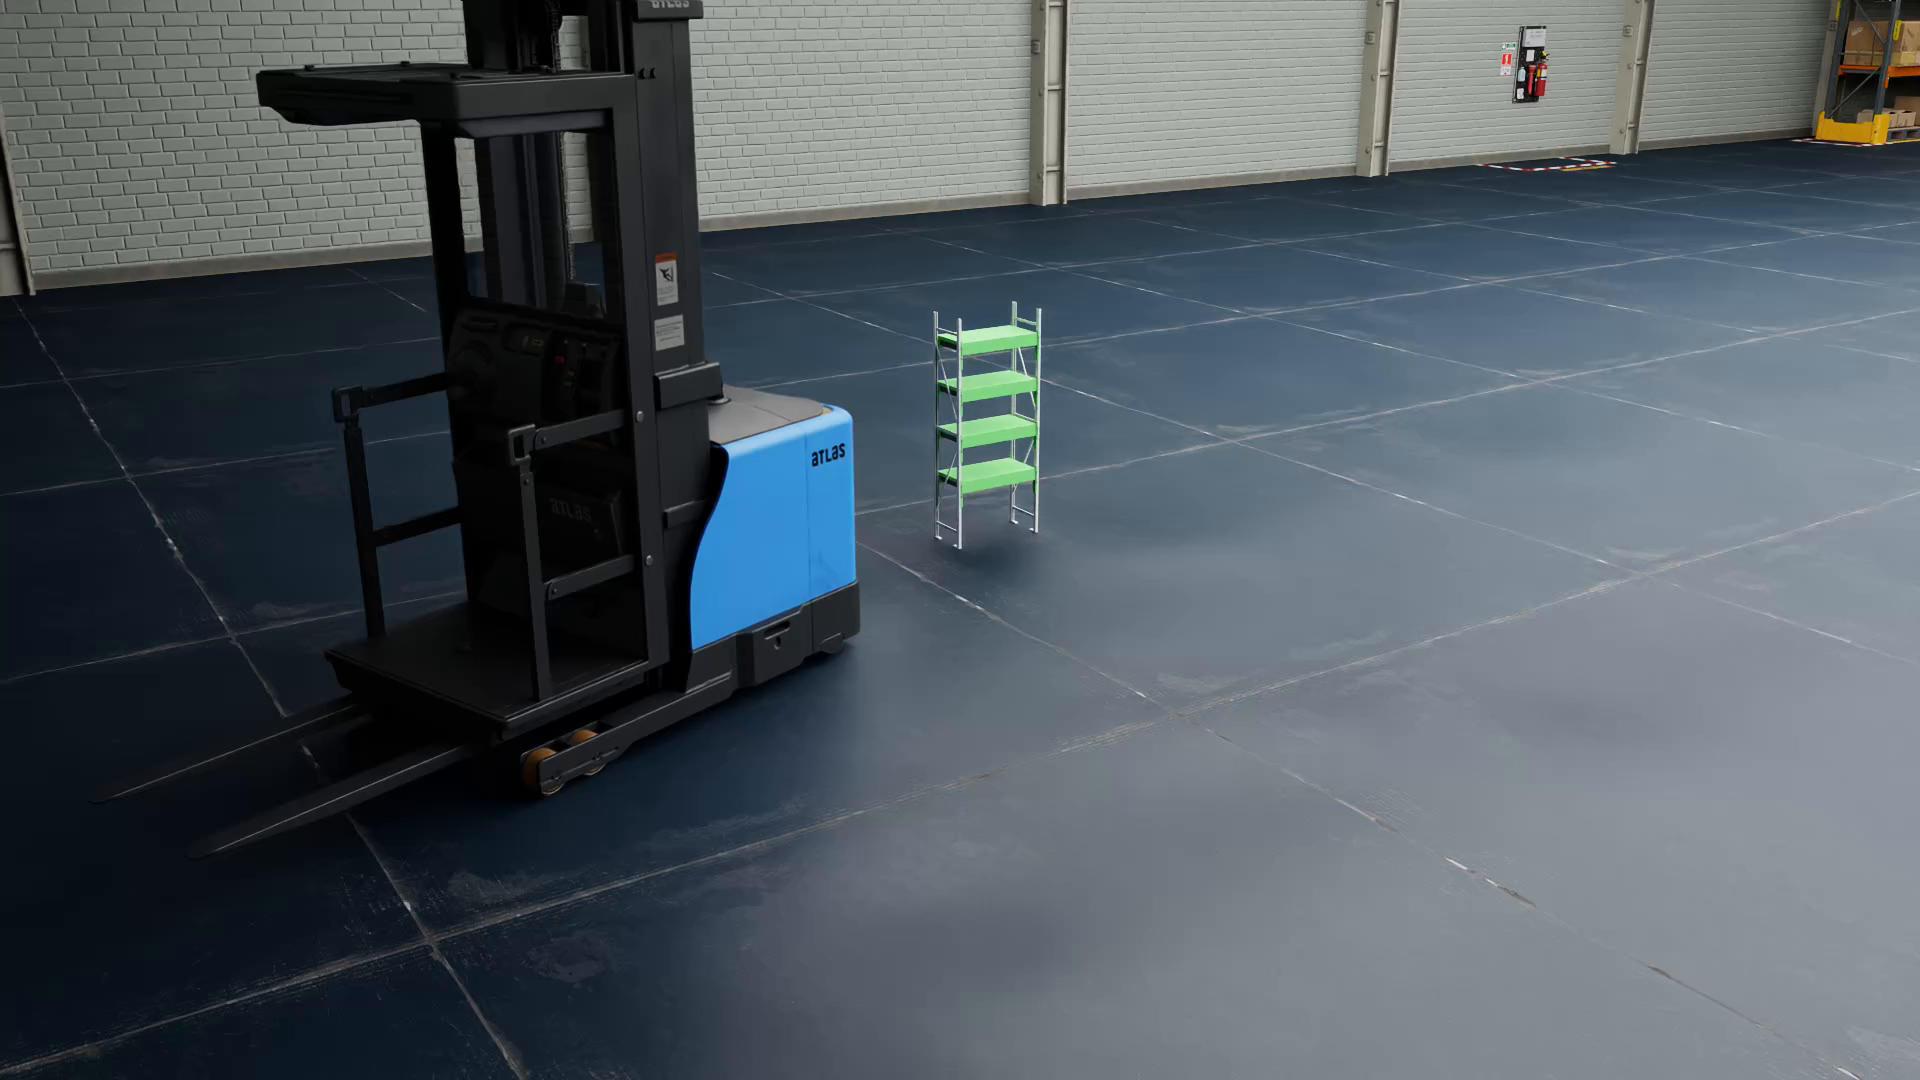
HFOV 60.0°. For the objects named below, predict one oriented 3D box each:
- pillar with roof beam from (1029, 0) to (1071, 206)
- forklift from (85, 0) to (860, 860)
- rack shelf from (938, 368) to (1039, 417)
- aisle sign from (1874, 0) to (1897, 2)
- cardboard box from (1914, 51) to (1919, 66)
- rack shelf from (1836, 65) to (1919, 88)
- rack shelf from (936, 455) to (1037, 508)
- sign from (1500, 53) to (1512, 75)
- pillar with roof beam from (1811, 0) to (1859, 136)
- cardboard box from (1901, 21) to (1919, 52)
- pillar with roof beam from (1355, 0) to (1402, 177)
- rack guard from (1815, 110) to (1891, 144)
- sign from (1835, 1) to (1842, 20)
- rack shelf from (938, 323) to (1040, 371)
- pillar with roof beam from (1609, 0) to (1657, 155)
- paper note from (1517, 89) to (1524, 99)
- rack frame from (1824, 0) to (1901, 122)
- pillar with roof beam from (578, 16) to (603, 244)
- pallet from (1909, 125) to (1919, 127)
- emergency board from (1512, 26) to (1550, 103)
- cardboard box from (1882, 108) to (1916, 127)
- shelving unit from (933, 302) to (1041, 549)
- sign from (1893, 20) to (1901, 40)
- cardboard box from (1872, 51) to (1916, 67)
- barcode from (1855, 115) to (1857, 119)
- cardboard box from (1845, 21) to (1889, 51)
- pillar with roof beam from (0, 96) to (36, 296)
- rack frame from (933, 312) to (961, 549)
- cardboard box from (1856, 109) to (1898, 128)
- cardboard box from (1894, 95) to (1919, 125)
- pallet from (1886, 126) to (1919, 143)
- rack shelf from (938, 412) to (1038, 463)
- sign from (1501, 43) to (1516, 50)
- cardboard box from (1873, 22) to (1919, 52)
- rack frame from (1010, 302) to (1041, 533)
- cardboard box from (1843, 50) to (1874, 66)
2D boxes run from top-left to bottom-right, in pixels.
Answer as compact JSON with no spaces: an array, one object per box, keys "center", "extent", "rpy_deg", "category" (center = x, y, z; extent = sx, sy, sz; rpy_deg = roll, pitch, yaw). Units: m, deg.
[{"center":[3.518,-7.520,16.937],"extent":[0.400,9.000,9.100],"rpy_deg":[-12,22,-31],"category":"pillar with roof beam"},{"center":[-1.728,-0.644,6.072],"extent":[1.130,2.935,3.031],"rpy_deg":[14,23,35],"category":"forklift"},{"center":[0.138,-0.764,8.582],"extent":[0.480,0.148,0.258],"rpy_deg":[-12,22,-31],"category":"rack shelf"},{"center":[16.179,-9.784,28.942],"extent":[0.004,0.787,0.394],"rpy_deg":[-12,22,-31],"category":"aisle sign"},{"center":[17.082,-8.680,29.939],"extent":[0.500,0.250,0.500],"rpy_deg":[-13,22,-33],"category":"cardboard box"},{"center":[17.745,-8.657,30.791],"extent":[4.000,0.370,1.077],"rpy_deg":[-12,22,-31],"category":"rack shelf"},{"center":[0.138,-0.310,8.736],"extent":[0.480,0.148,0.258],"rpy_deg":[-12,22,-31],"category":"rack shelf"},{"center":[8.569,-7.465,26.087],"extent":[0.234,0.329,0.001],"rpy_deg":[-12,22,-31],"category":"sign"},{"center":[18.551,-10.690,26.316],"extent":[0.400,9.000,9.100],"rpy_deg":[-12,22,-31],"category":"pillar with roof beam"},{"center":[17.057,-9.027,29.795],"extent":[0.500,0.500,0.500],"rpy_deg":[-12,22,-31],"category":"cardboard box"},{"center":[8.529,-8.577,20.064],"extent":[0.400,9.000,9.100],"rpy_deg":[-12,22,-31],"category":"pillar with roof beam"},{"center":[16.138,-7.475,30.073],"extent":[0.348,0.500,1.175],"rpy_deg":[-12,22,-31],"category":"rack guard"},{"center":[15.786,-9.496,29.847],"extent":[0.005,0.325,0.100],"rpy_deg":[-12,22,-31],"category":"sign"},{"center":[0.138,-0.992,8.506],"extent":[0.480,0.148,0.258],"rpy_deg":[-12,22,-31],"category":"rack shelf"},{"center":[13.540,-9.634,23.190],"extent":[0.400,9.000,9.100],"rpy_deg":[-12,22,-31],"category":"pillar with roof beam"},{"center":[8.902,-7.088,26.403],"extent":[0.142,0.148,0.016],"rpy_deg":[-12,22,-31],"category":"paper note"},{"center":[16.074,-8.645,29.633],"extent":[0.127,3.000,1.000],"rpy_deg":[-12,22,-31],"category":"rack frame"},{"center":[-1.493,-6.463,13.811],"extent":[0.400,9.000,9.100],"rpy_deg":[-12,22,-31],"category":"pillar with roof beam"},{"center":[17.854,-7.685,31.147],"extent":[1.213,0.211,1.003],"rpy_deg":[-12,22,-31],"category":"pallet"},{"center":[9.087,-7.518,26.299],"extent":[0.643,1.169,0.194],"rpy_deg":[-12,22,-31],"category":"emergency board"},{"center":[17.178,-7.778,30.580],"extent":[0.500,0.311,0.500],"rpy_deg":[-10,21,-27],"category":"cardboard box"},{"center":[0.138,-0.598,8.639],"extent":[0.503,1.200,0.258],"rpy_deg":[-12,22,-31],"category":"shelving unit"},{"center":[16.373,-8.910,29.066],"extent":[0.005,0.325,0.100],"rpy_deg":[-12,22,-31],"category":"sign"},{"center":[16.657,-8.585,29.657],"extent":[0.500,0.250,0.500],"rpy_deg":[-13,22,-33],"category":"cardboard box"},{"center":[16.497,-7.792,30.607],"extent":[0.075,0.075,0.001],"rpy_deg":[-12,22,-31],"category":"barcode"},{"center":[16.351,-9.079,29.948],"extent":[0.500,0.500,0.500],"rpy_deg":[-12,22,-32],"category":"cardboard box"},{"center":[-6.504,-5.406,10.685],"extent":[0.400,9.000,9.100],"rpy_deg":[-12,22,-31],"category":"pillar with roof beam"},{"center":[-0.066,-0.555,8.512],"extent":[0.015,1.200,0.240],"rpy_deg":[-12,22,-31],"category":"rack frame"},{"center":[16.702,-7.678,30.283],"extent":[0.500,0.311,0.500],"rpy_deg":[-15,24,-37],"category":"cardboard box"},{"center":[17.818,-7.984,30.892],"extent":[0.500,0.500,0.700],"rpy_deg":[-14,23,-35],"category":"cardboard box"},{"center":[16.836,-7.471,30.515],"extent":[1.213,0.211,1.003],"rpy_deg":[-12,22,-31],"category":"pallet"},{"center":[0.138,-0.537,8.659],"extent":[0.480,0.148,0.258],"rpy_deg":[-12,22,-31],"category":"rack shelf"},{"center":[8.578,-7.715,25.997],"extent":[0.331,0.109,0.001],"rpy_deg":[-12,22,-31],"category":"sign"},{"center":[16.638,-8.943,29.545],"extent":[0.500,0.500,0.500],"rpy_deg":[-12,22,-31],"category":"cardboard box"},{"center":[0.342,-0.641,8.766],"extent":[0.015,1.200,0.240],"rpy_deg":[-12,22,-31],"category":"rack frame"},{"center":[16.358,-8.718,30.051],"extent":[0.500,0.250,0.500],"rpy_deg":[-12,22,-31],"category":"cardboard box"}]
